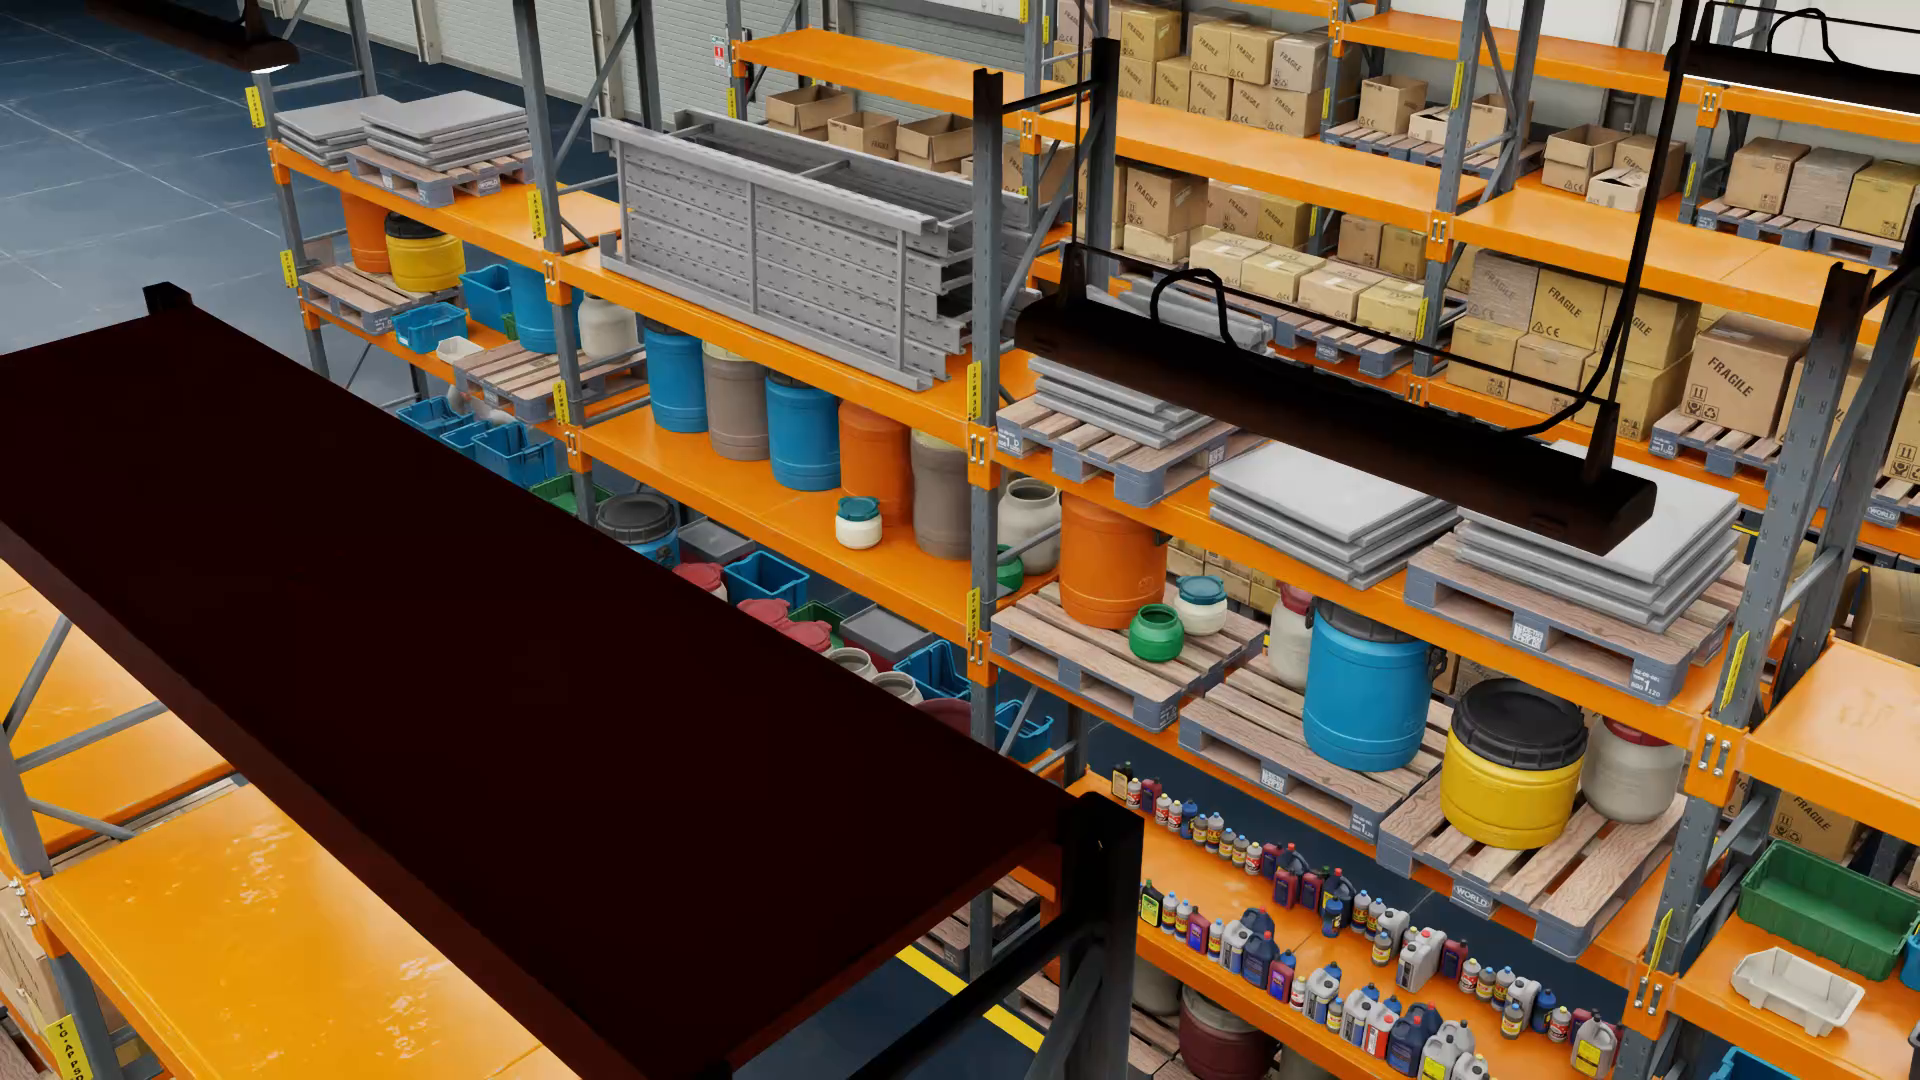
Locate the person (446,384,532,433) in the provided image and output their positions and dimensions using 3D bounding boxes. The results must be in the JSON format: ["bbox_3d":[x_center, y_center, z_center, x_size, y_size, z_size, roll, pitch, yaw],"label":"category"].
[{"bbox_3d":[-5.137,-1.741,17.574,1.018,1.710,0.549,-12,31,-20],"label":"person"}]
